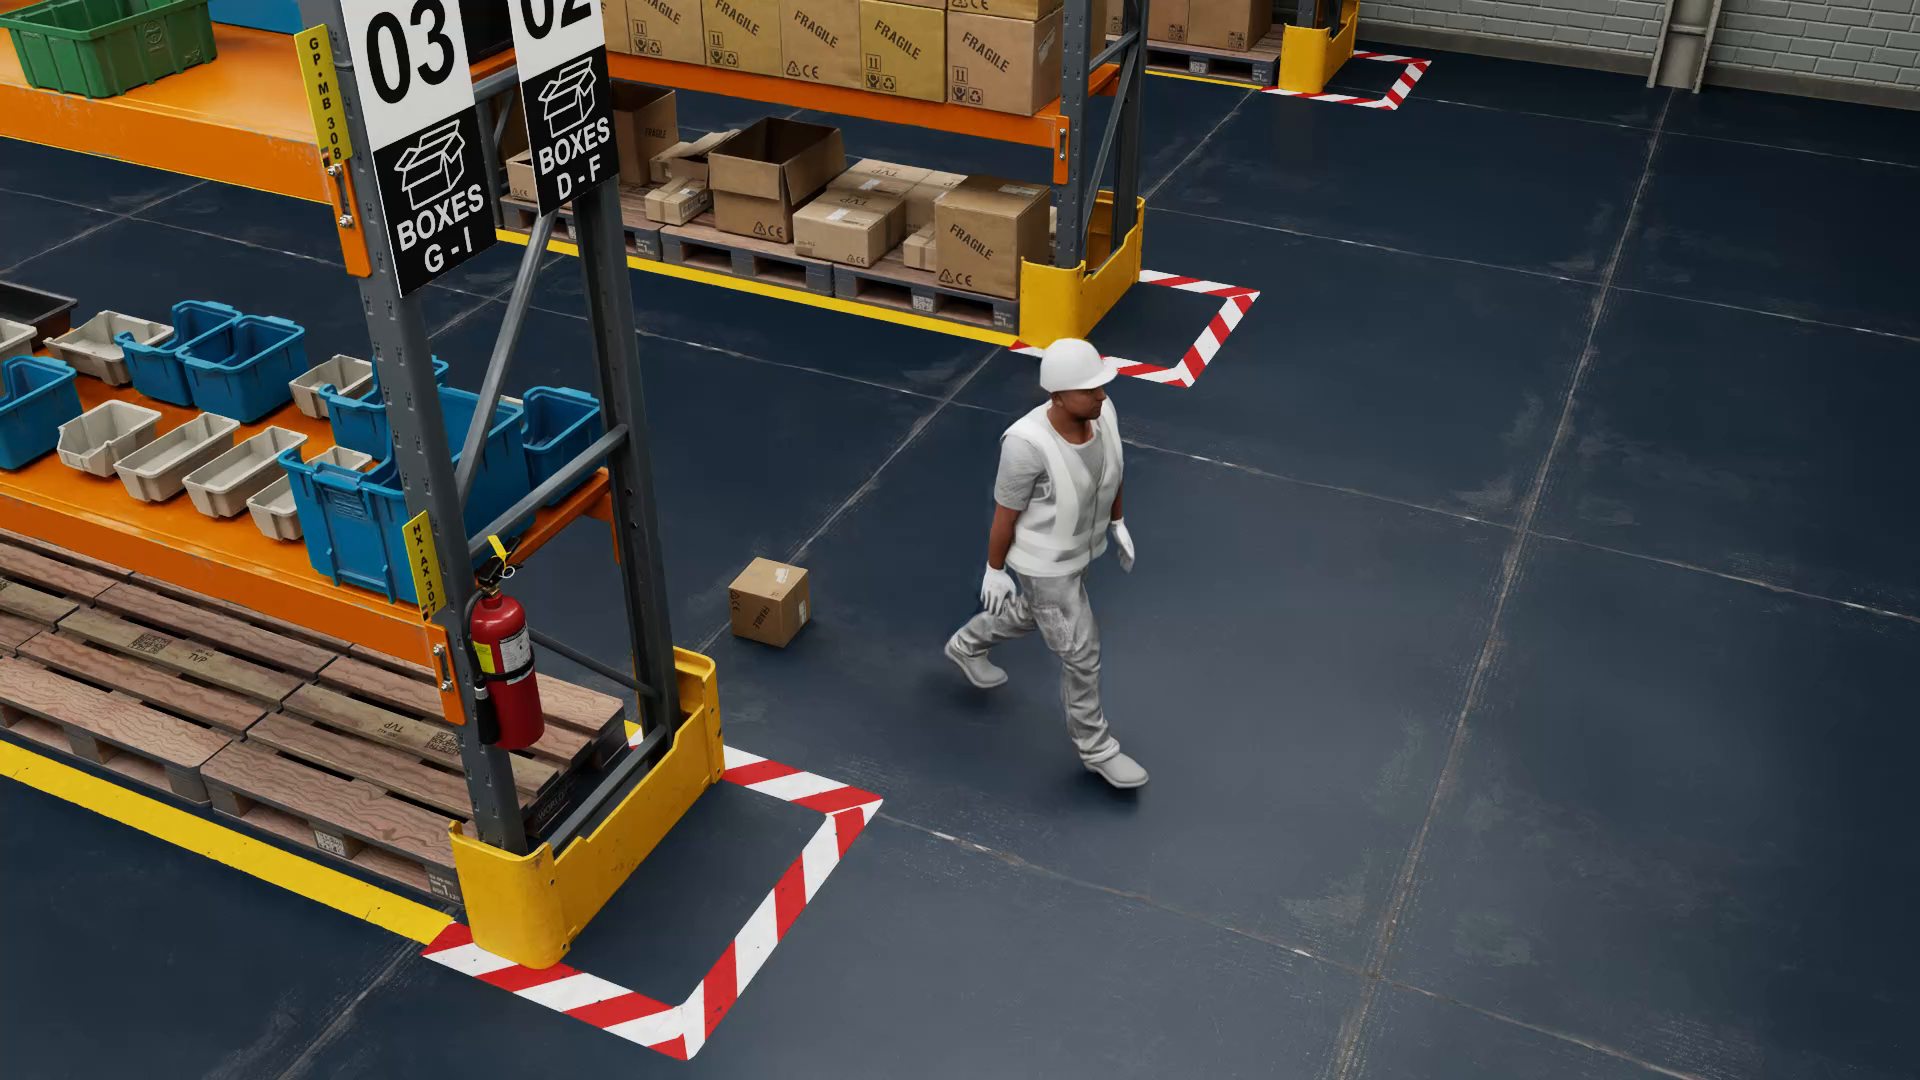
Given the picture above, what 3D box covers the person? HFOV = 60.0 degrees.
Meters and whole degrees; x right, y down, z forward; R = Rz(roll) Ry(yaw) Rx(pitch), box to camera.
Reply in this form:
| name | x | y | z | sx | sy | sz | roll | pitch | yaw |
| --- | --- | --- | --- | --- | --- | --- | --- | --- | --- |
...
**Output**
| name | x | y | z | sx | sy | sz | roll | pitch | yaw |
| --- | --- | --- | --- | --- | --- | --- | --- | --- | --- |
| person | 0.342 | 0.024 | 6.099 | 1.044 | 1.745 | 0.583 | 23 | 40 | 30 |
